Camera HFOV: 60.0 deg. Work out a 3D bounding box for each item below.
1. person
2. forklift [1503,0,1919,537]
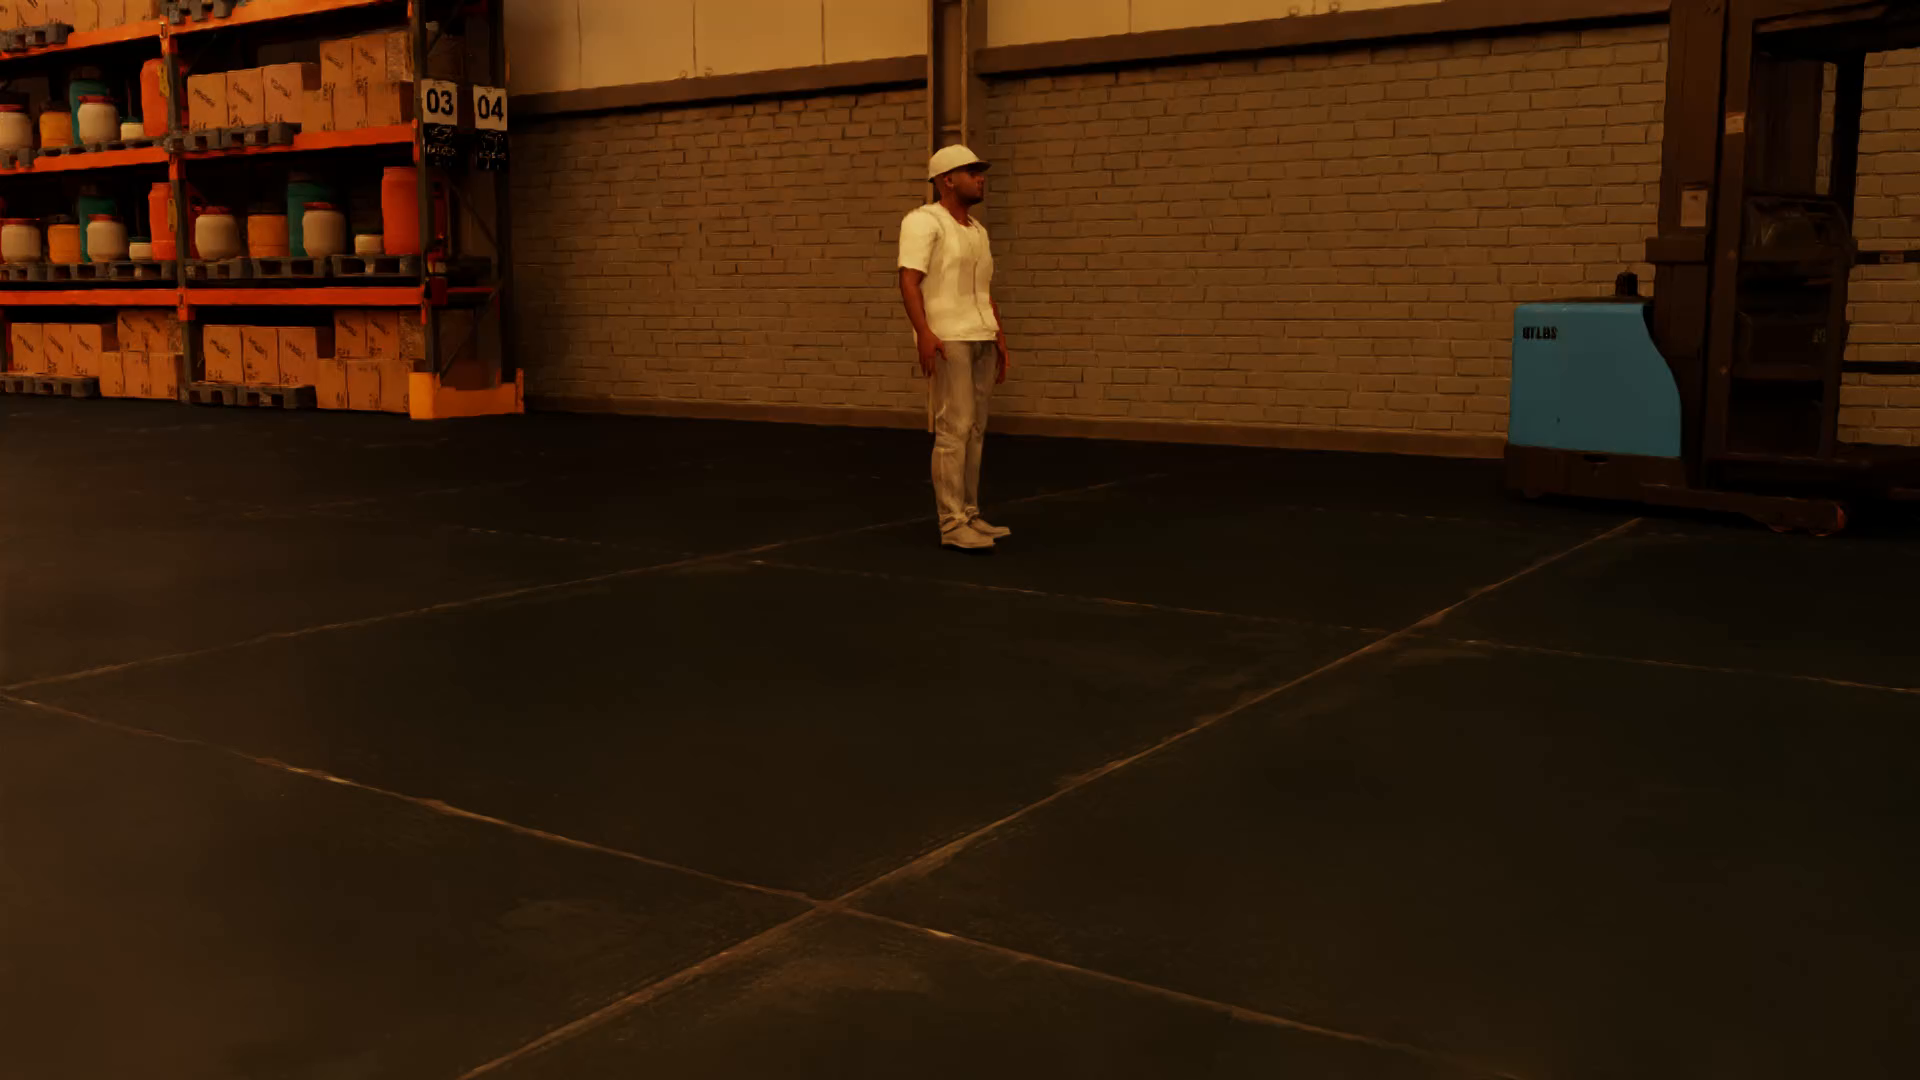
[{"bbox_3d":[0.055,-0.875,7.435,0.576,1.765,0.644,5,10,34],"label":"person"},{"bbox_3d":[4.257,-1.544,8.048,1.130,2.935,3.031,-6,10,-36],"label":"forklift"}]
